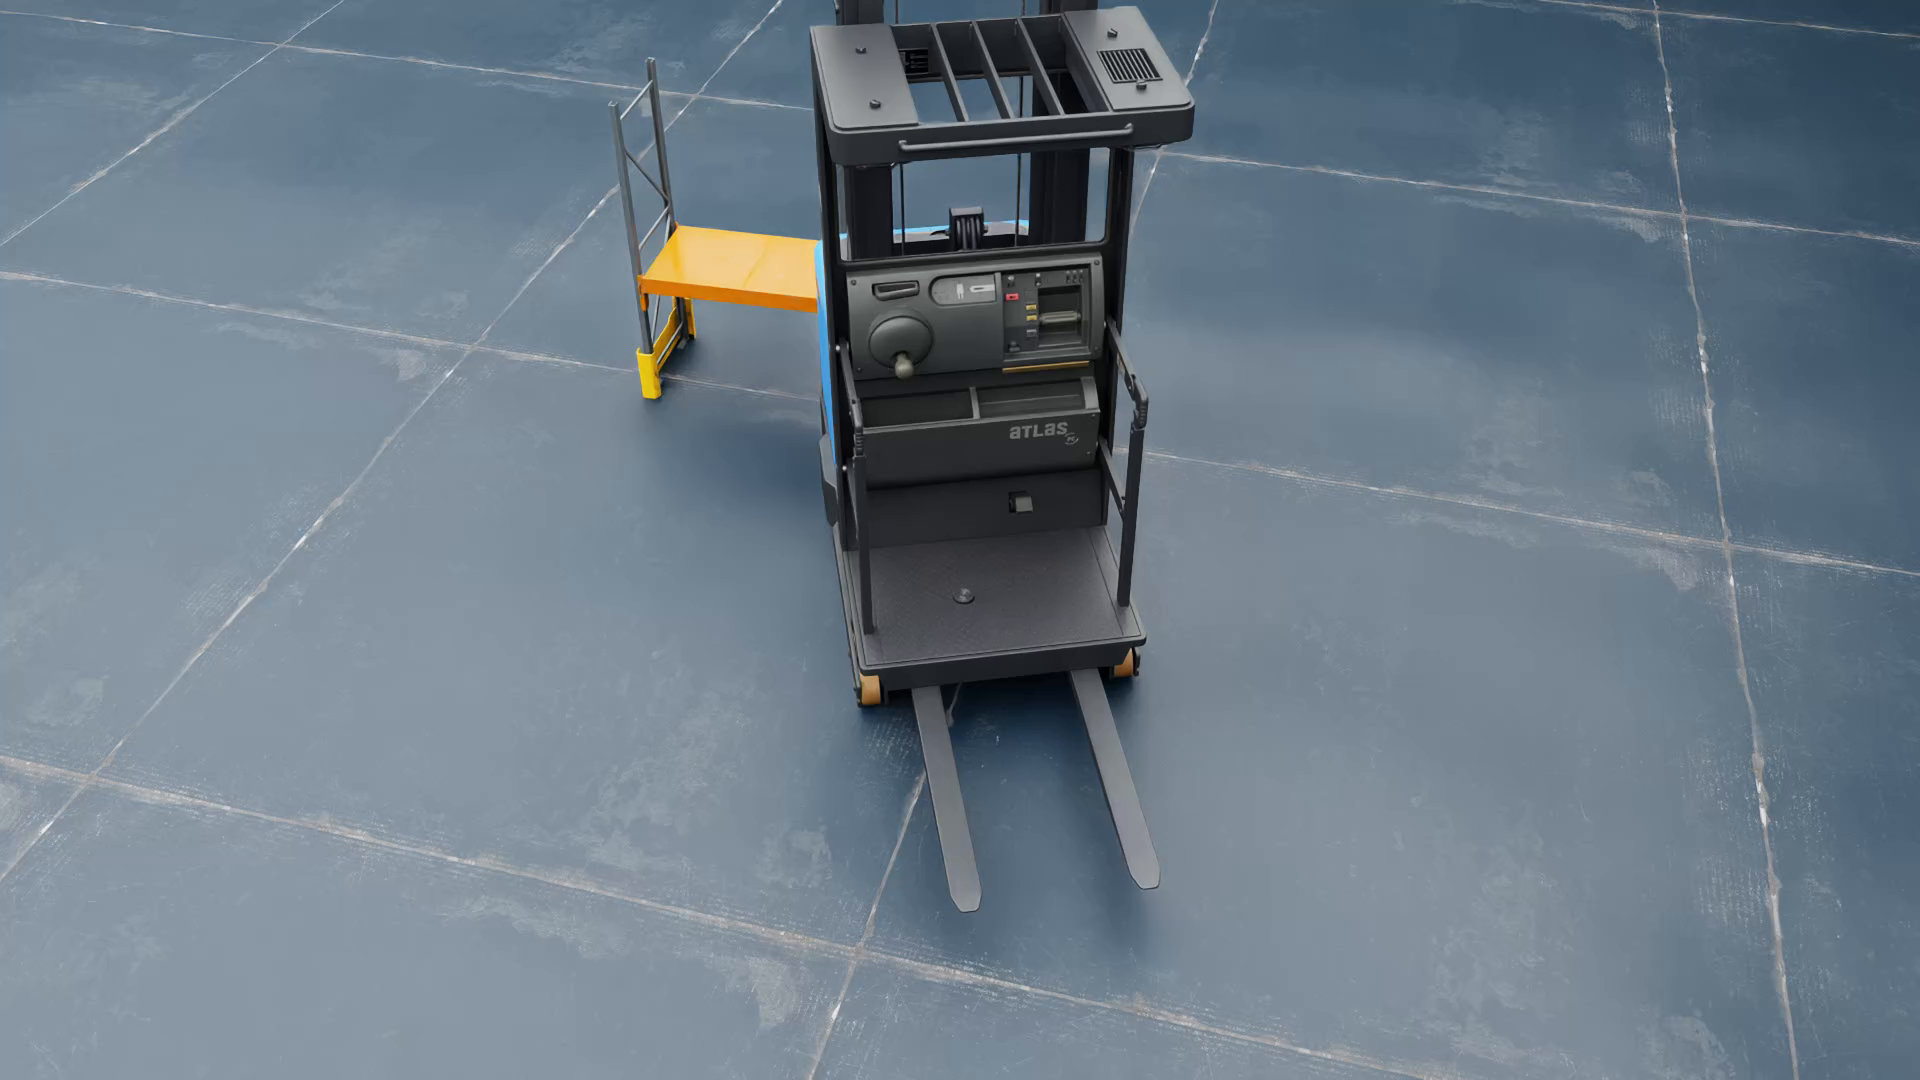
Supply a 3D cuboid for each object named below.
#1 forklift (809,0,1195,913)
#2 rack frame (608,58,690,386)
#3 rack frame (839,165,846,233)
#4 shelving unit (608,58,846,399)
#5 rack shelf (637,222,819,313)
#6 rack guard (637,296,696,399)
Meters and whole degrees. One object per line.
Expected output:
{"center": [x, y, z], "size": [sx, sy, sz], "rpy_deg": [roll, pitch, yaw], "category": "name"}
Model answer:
{"center": [0.097, -0.726, 5.836], "size": [1.130, 2.935, 3.031], "rpy_deg": [-6, 40, -7], "category": "forklift"}
{"center": [-1.445, -1.447, 7.807], "size": [0.032, 1.500, 0.500], "rpy_deg": [8, 41, 9], "category": "rack frame"}
{"center": [-0.451, -1.311, 7.644], "size": [0.032, 1.500, 0.500], "rpy_deg": [8, 41, 9], "category": "rack frame"}
{"center": [-0.957, -1.380, 7.727], "size": [1.083, 1.500, 0.587], "rpy_deg": [8, 41, 9], "category": "shelving unit"}
{"center": [-0.948, -1.241, 7.841], "size": [1.000, 0.185, 0.538], "rpy_deg": [8, 41, 9], "category": "rack shelf"}
{"center": [-1.444, -0.969, 8.209], "size": [0.087, 0.250, 0.587], "rpy_deg": [8, 41, 9], "category": "rack guard"}
